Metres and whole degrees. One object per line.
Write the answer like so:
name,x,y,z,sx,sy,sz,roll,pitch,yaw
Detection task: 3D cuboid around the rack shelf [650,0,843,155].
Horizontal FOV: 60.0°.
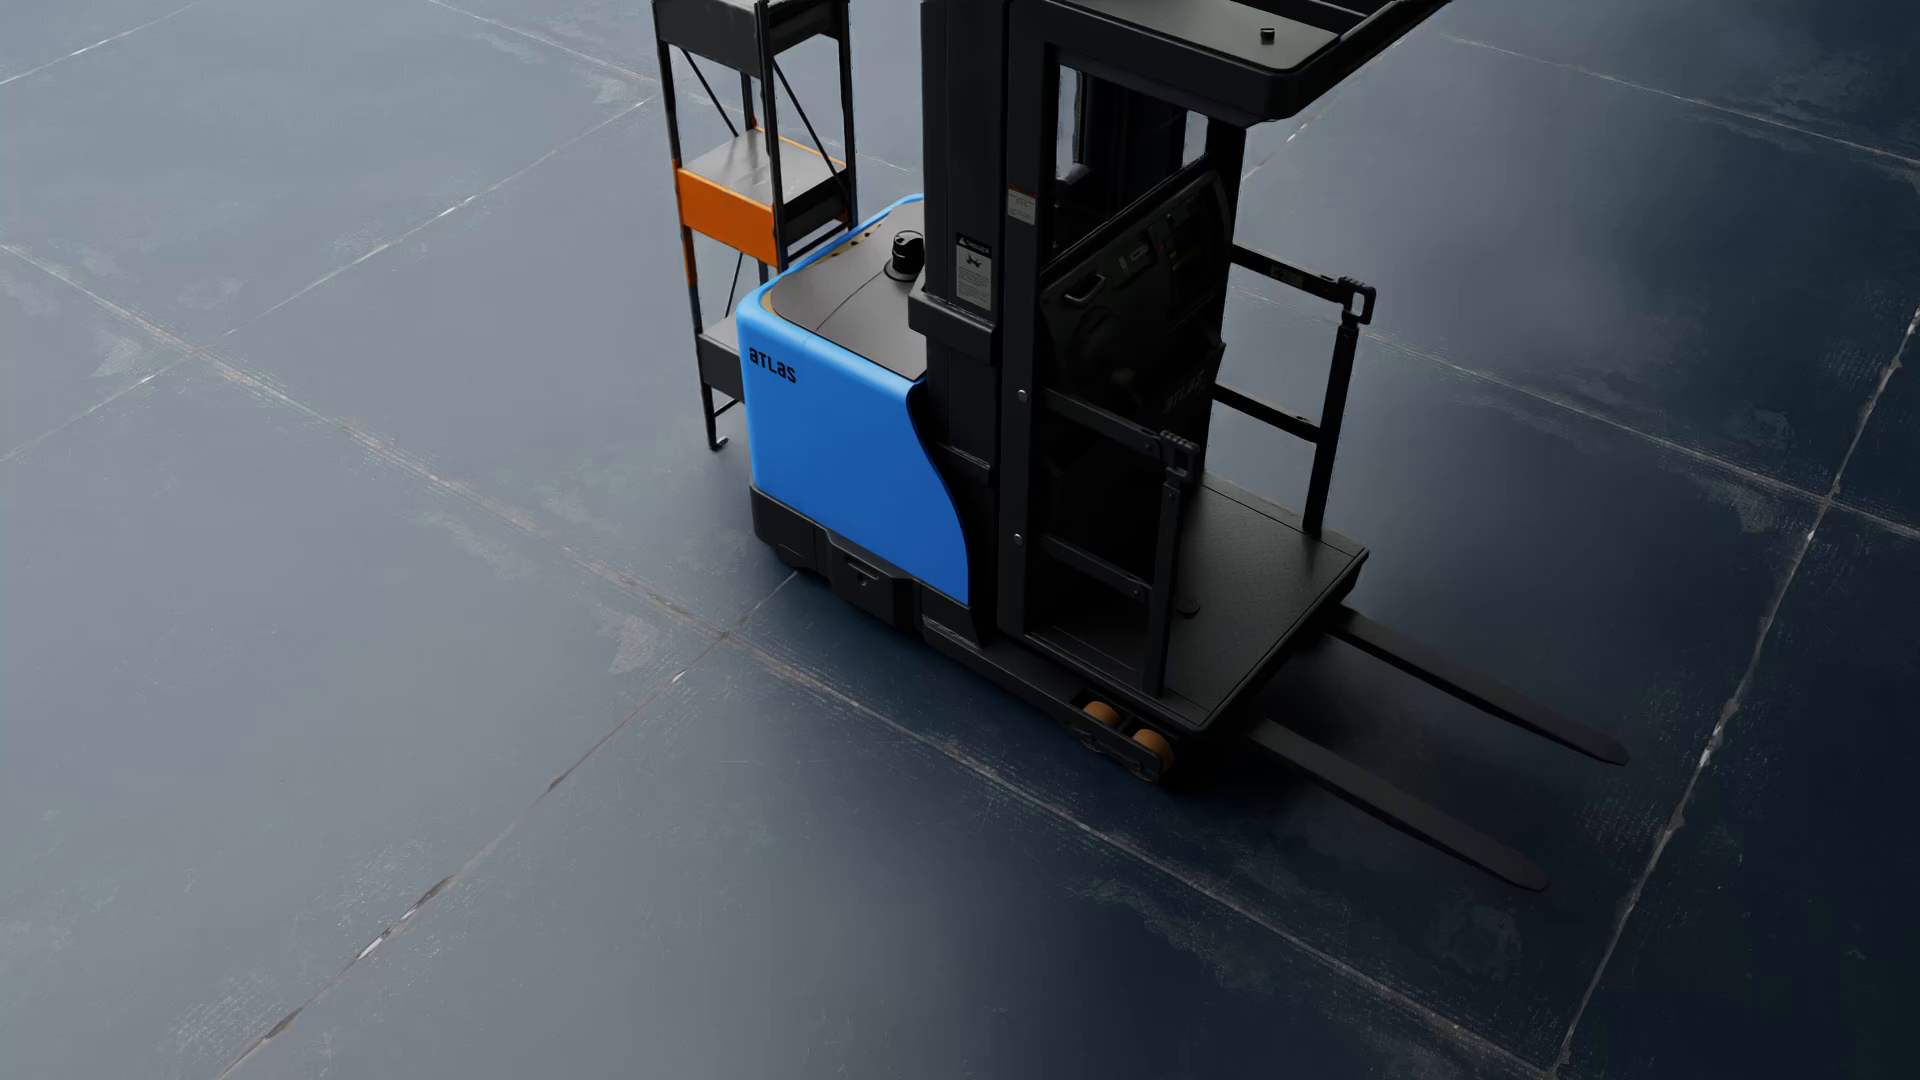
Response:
rack shelf,-0.685,-1.659,5.500,0.480,0.518,0.431,28,49,28

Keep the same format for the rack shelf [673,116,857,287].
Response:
rack shelf,-0.685,-1.137,5.966,0.480,0.518,0.431,28,49,28

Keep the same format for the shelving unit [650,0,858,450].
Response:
shelving unit,-0.685,-1.147,5.957,0.503,2.100,0.431,28,49,28

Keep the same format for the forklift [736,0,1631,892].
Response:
forklift,0.700,-0.718,4.854,3.031,2.935,1.130,28,49,28

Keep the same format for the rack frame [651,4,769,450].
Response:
rack frame,-0.876,-1.249,6.071,0.015,2.100,0.400,28,49,28

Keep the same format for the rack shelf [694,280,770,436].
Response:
rack shelf,-0.685,-0.615,6.433,0.480,0.518,0.431,28,49,28

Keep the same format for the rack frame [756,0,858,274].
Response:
rack frame,-0.495,-1.045,5.844,0.015,2.100,0.400,28,49,28
